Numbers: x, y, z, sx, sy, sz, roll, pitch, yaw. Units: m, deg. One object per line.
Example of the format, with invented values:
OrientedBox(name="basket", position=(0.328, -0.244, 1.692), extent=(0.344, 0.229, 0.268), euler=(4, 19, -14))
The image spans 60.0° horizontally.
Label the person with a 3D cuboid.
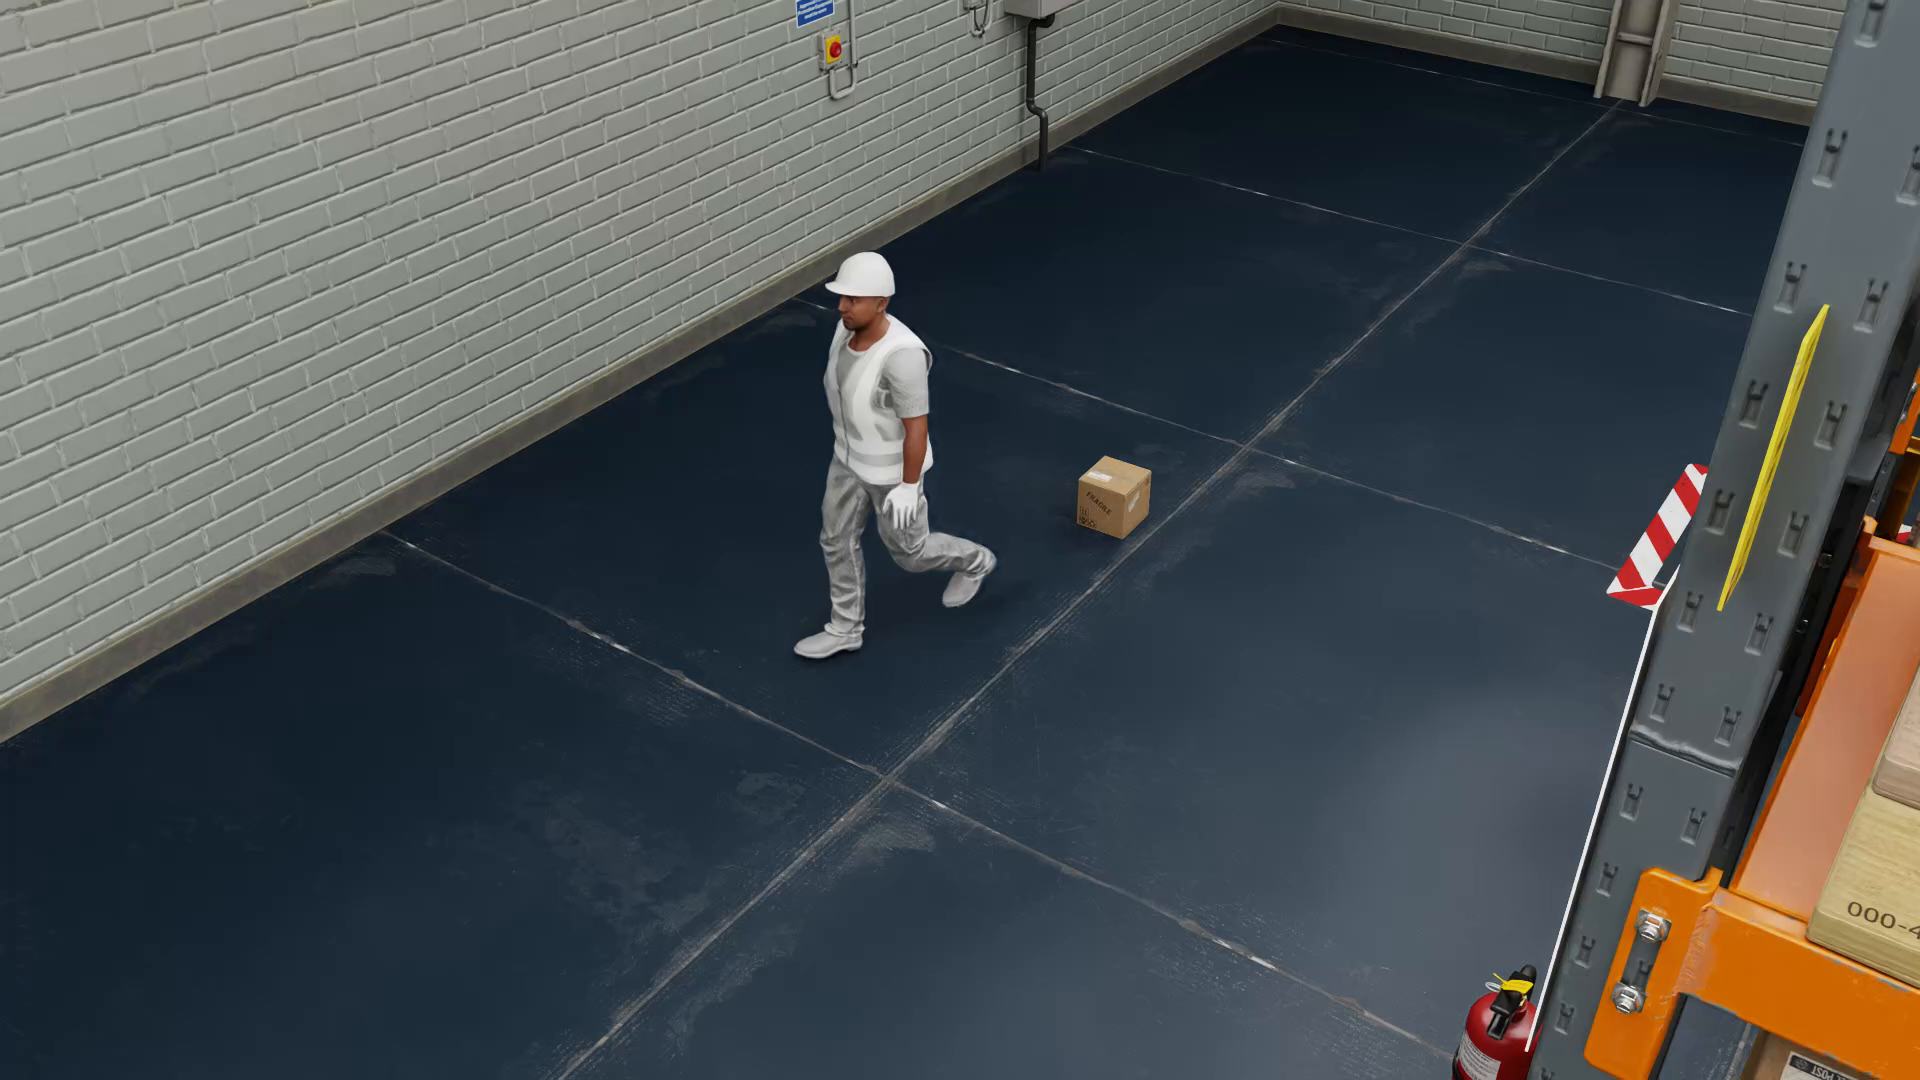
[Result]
OrientedBox(name="person", position=(-0.307, -0.588, 6.388), extent=(0.367, 1.087, 0.574), euler=(-22, 40, -29))
